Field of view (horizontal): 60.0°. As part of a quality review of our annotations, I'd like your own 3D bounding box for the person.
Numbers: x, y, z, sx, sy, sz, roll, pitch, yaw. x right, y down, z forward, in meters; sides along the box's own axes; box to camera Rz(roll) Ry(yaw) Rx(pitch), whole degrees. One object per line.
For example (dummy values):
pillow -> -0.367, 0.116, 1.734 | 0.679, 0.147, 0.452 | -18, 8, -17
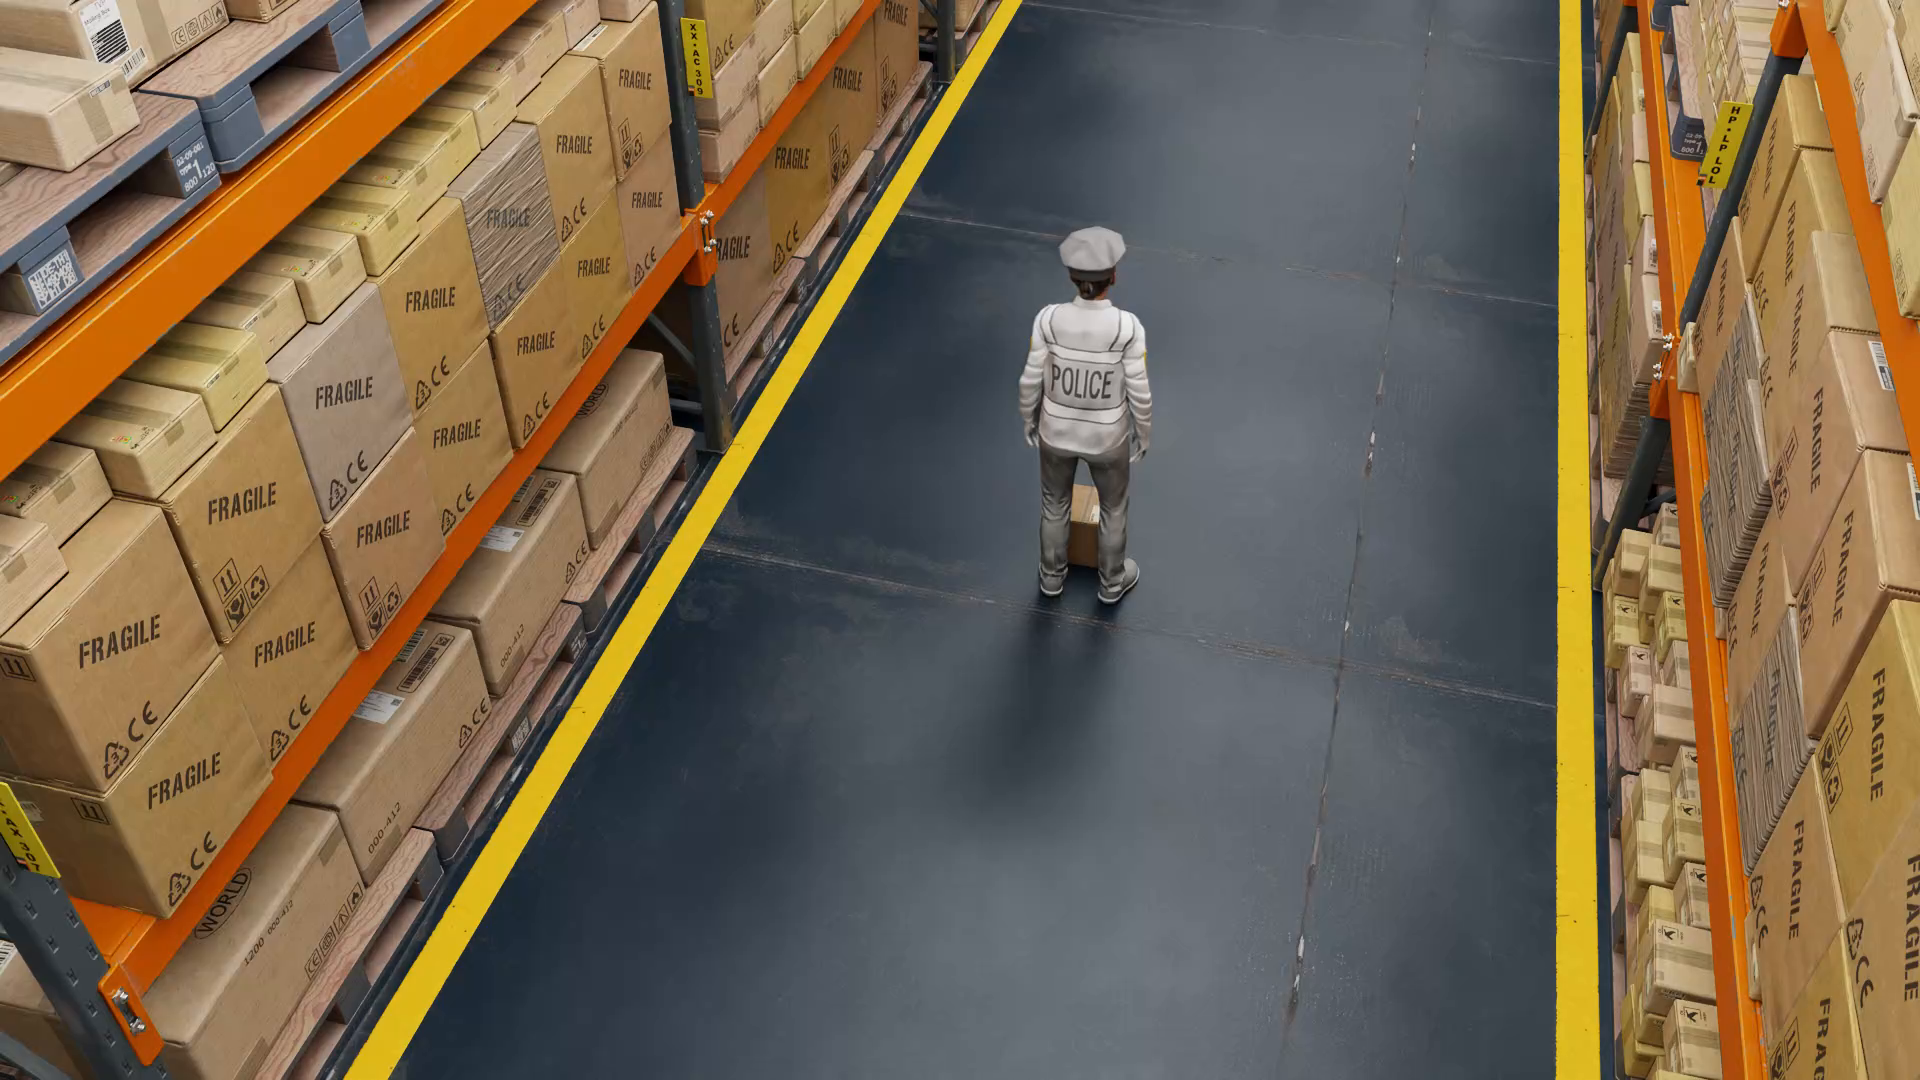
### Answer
person -> 0.501, -0.441, 6.658 | 0.532, 1.663, 0.377 | 10, 42, 11
